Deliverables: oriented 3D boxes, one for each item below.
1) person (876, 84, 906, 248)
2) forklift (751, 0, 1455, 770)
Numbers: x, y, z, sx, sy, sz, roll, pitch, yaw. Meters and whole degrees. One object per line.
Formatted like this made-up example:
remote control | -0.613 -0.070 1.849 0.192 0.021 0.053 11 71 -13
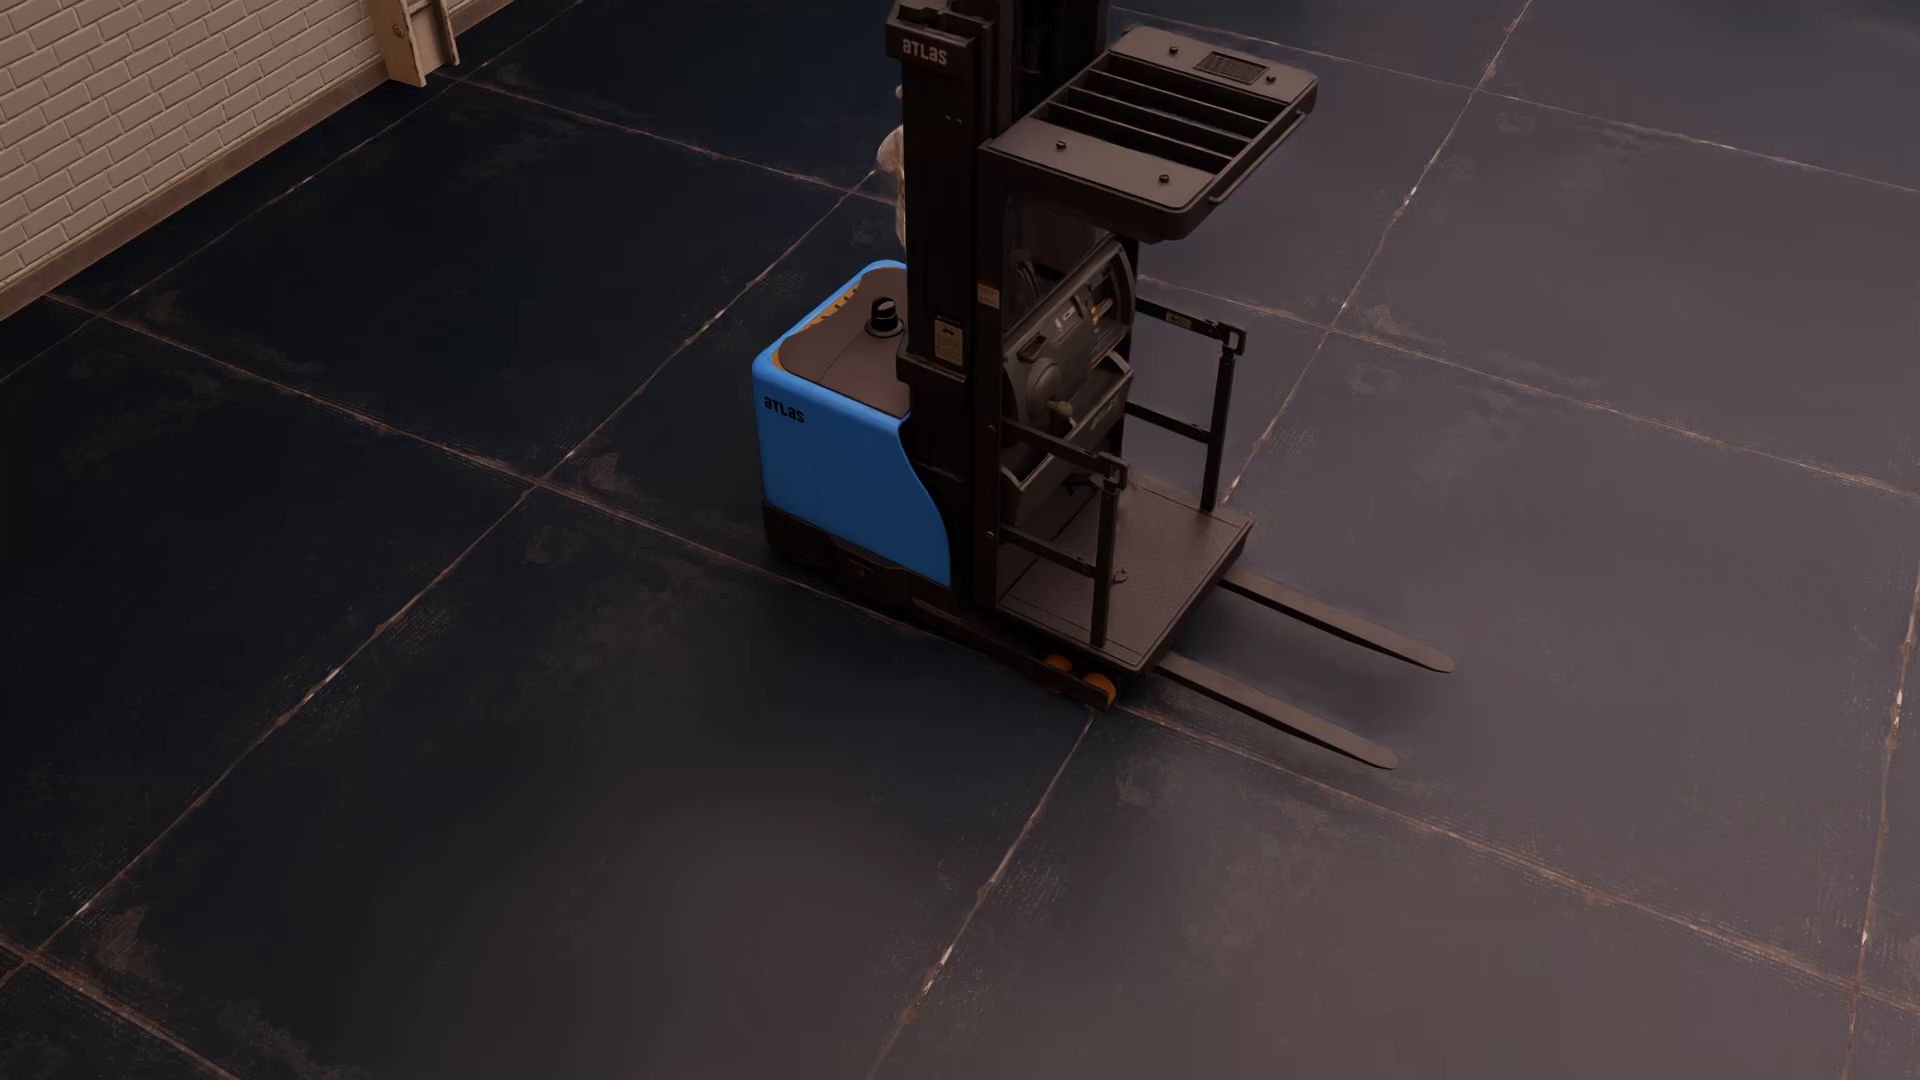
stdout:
person | -0.040 -1.566 8.295 0.638 1.581 0.896 -8 44 -9
forklift | 0.612 -0.763 6.464 3.031 2.935 1.130 24 48 23
